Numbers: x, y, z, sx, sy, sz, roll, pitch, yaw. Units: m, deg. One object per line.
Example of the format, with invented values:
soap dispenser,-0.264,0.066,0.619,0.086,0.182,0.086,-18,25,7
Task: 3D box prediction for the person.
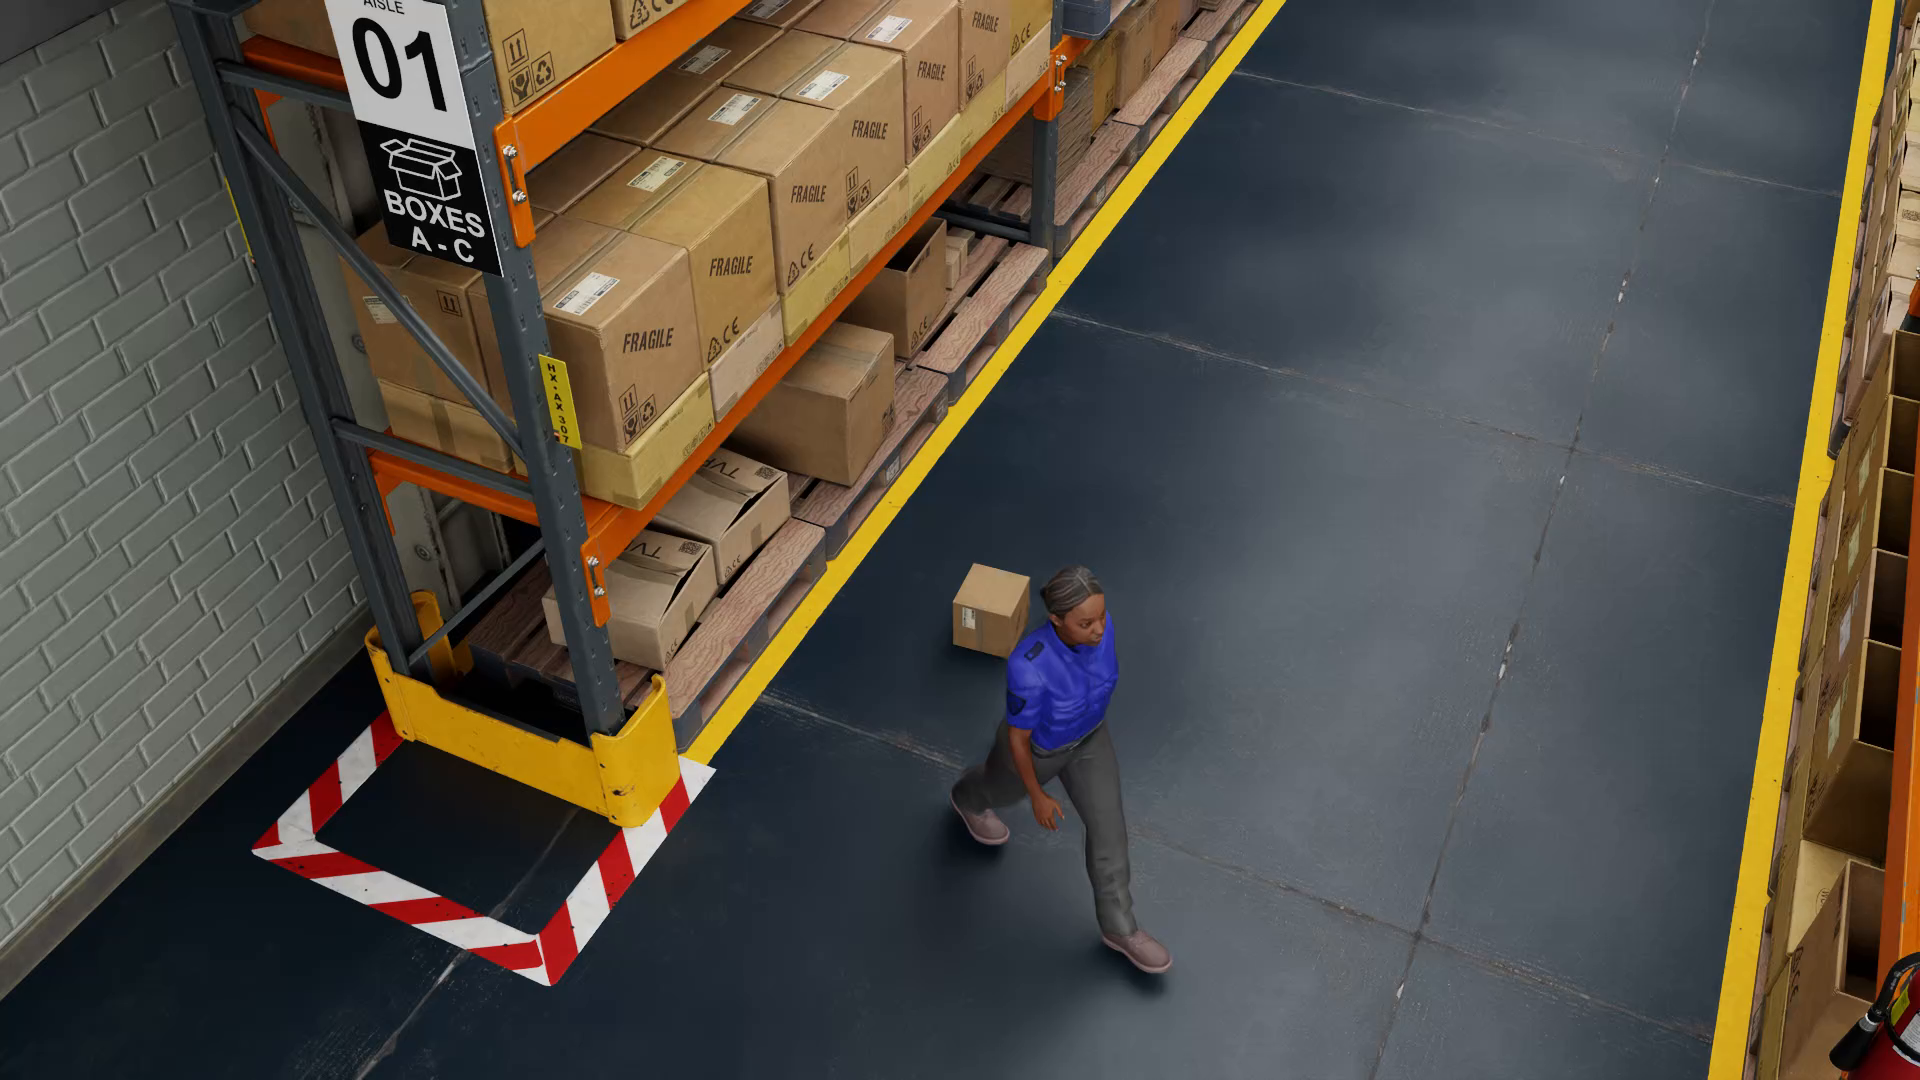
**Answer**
person,0.319,0.675,5.430,0.450,1.591,1.060,-25,48,-25
